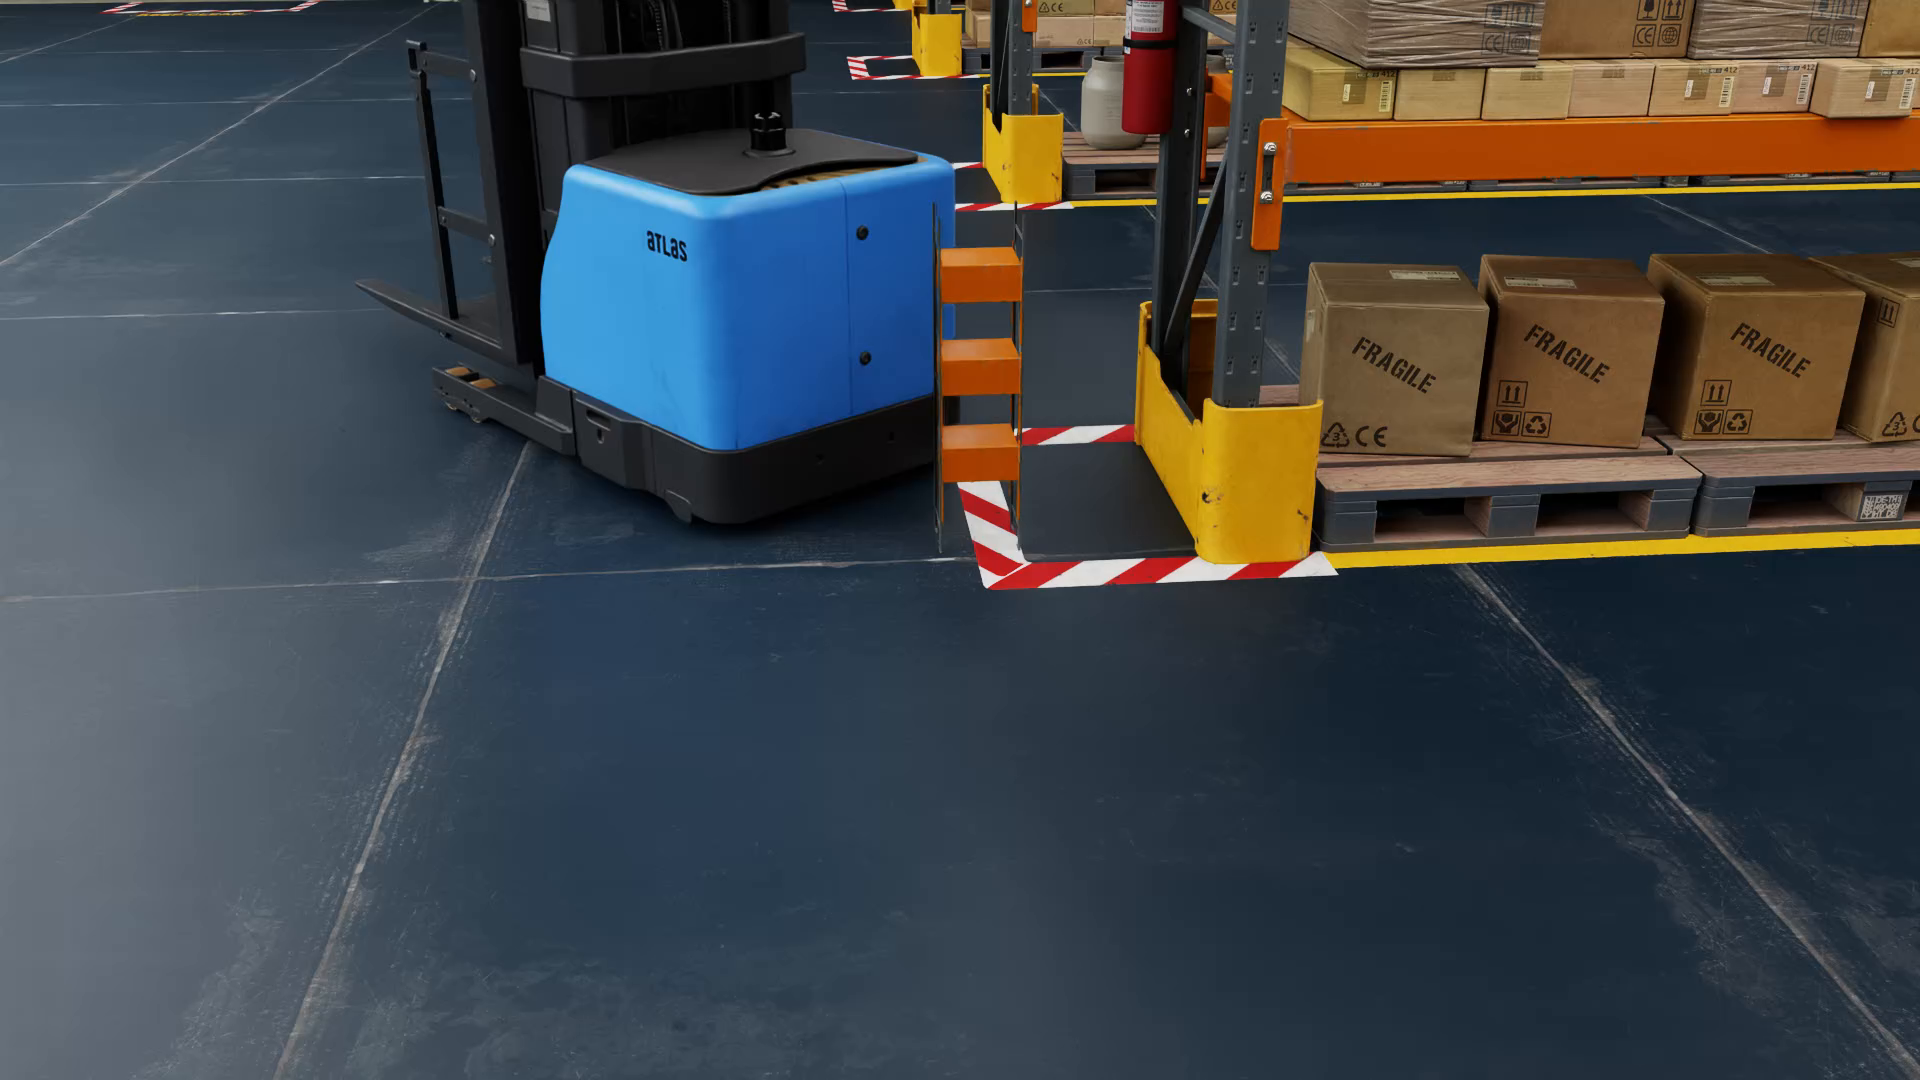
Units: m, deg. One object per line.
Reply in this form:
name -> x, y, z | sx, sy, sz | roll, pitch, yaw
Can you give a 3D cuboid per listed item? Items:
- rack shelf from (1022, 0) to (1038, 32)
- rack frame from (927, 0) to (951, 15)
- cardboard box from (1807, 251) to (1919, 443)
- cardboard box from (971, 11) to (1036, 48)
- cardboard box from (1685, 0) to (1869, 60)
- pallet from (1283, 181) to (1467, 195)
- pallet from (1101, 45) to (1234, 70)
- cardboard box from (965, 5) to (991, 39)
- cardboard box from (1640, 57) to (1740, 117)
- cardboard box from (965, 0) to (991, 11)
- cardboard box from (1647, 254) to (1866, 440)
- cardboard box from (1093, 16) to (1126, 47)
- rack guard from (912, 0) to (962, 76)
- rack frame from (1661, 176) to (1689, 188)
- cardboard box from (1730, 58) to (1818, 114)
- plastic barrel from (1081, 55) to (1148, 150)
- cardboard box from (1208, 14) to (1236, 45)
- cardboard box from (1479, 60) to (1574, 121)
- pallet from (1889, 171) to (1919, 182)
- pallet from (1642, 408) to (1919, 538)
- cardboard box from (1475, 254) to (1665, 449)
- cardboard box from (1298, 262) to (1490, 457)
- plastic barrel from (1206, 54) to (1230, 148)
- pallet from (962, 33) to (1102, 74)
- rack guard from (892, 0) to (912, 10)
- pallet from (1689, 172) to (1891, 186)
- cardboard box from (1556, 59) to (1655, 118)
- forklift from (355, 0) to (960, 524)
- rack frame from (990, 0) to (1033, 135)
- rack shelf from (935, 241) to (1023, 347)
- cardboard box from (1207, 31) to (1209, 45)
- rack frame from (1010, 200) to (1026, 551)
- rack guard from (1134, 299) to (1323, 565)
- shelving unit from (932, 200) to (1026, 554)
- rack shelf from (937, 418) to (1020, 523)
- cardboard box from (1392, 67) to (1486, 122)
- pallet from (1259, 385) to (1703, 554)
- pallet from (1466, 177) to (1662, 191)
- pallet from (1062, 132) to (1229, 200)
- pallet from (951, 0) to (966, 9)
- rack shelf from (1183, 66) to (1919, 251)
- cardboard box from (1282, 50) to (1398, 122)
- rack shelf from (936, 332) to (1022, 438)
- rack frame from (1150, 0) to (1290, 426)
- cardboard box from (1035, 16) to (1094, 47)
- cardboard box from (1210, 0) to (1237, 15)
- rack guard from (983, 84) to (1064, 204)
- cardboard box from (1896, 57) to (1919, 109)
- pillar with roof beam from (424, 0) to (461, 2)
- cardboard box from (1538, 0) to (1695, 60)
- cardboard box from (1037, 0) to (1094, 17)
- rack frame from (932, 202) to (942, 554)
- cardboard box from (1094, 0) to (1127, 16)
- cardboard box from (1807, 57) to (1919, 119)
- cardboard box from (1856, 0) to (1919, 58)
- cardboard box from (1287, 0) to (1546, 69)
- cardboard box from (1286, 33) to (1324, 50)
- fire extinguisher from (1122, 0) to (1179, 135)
rack shelf -> 2.288, -3.286, 9.836 | 4.000, 0.370, 1.077 | -2, 24, -5
rack frame -> -0.185, -5.537, 14.015 | 0.127, 3.000, 1.000 | -2, 24, -5
cardboard box -> 3.184, -0.660, 5.603 | 0.500, 0.500, 0.500 | -4, 24, -10
cardboard box -> 0.370, -4.404, 14.334 | 0.500, 0.250, 0.500 | -2, 24, -5
cardboard box -> 2.322, -1.797, 5.110 | 0.500, 0.500, 0.875 | -2, 24, -5
pallet -> 2.389, -2.361, 10.301 | 1.213, 0.211, 1.003 | -2, 24, -5
pallet -> 1.783, -4.358, 14.795 | 1.213, 0.211, 1.003 | -2, 24, -5
cardboard box -> 0.319, -4.614, 14.805 | 0.500, 0.250, 0.500 | -2, 24, -5
cardboard box -> 2.089, -1.365, 4.937 | 0.250, 0.149, 0.380 | -2, 24, -5
cardboard box -> 0.319, -4.957, 14.655 | 0.500, 0.500, 0.500 | -2, 24, -5
cardboard box -> 2.624, -0.656, 5.593 | 0.500, 0.500, 0.500 | 0, 24, 0
cardboard box -> 1.365, -4.446, 14.427 | 0.500, 0.250, 0.500 | -2, 24, -5
rack guard -> -0.209, -4.394, 14.521 | 0.348, 0.500, 1.175 | -2, 24, -5
rack frame -> 4.278, -3.695, 9.870 | 0.127, 3.000, 1.000 | -2, 24, -5
cardboard box -> 2.335, -1.386, 4.984 | 0.250, 0.149, 0.380 | -2, 24, -5
plastic barrel -> 0.945, -2.647, 10.059 | 0.421, 0.512, 0.421 | 0, 24, 0
cardboard box -> 2.360, -4.484, 14.513 | 0.500, 0.250, 0.500 | -2, 24, -5
cardboard box -> 1.592, -1.340, 4.880 | 0.250, 0.149, 0.380 | -2, 24, -5
pallet -> 6.273, -2.518, 10.654 | 1.213, 0.211, 1.003 | -2, 24, -5
pallet -> 2.883, -0.327, 5.727 | 1.213, 0.211, 1.003 | -2, 24, -5
cardboard box -> 1.999, -0.639, 5.554 | 0.500, 0.500, 0.500 | 4, 24, 9
cardboard box -> 1.408, -0.601, 5.469 | 0.500, 0.500, 0.500 | 2, 24, 5
plastic barrel -> 1.444, -2.667, 10.104 | 0.421, 0.512, 0.421 | 0, 24, 0
pallet -> 0.571, -4.311, 14.688 | 1.213, 0.211, 1.003 | -2, 24, -5
rack guard -> -0.600, -6.400, 19.034 | 0.348, 0.500, 1.175 | -2, 24, -5
pallet -> 5.056, -2.468, 10.542 | 1.213, 0.211, 1.003 | -2, 24, -5
cardboard box -> 1.839, -1.358, 4.921 | 0.250, 0.149, 0.380 | -2, 24, -5
forklift -> -1.366, -1.901, 5.918 | 1.130, 2.935, 3.031 | -20, 31, -38
rack frame -> 0.298, -3.535, 9.510 | 0.127, 3.000, 1.000 | -2, 24, -5
rack shelf -> 0.053, -0.732, 4.931 | 0.240, 0.259, 0.215 | -2, 24, -5
cardboard box -> 1.863, -4.464, 14.467 | 0.500, 0.250, 0.500 | -2, 24, -5
rack frame -> 0.174, -0.487, 5.052 | 0.008, 1.050, 0.200 | -2, 24, -5
rack guard -> 0.860, -0.394, 5.521 | 0.348, 0.500, 1.175 | -2, 24, -5
shelving unit -> 0.053, -0.482, 5.042 | 0.252, 1.050, 0.215 | -2, 24, -5
rack shelf -> 0.053, -0.218, 5.159 | 0.240, 0.259, 0.215 | -2, 24, -5
cardboard box -> 1.342, -1.336, 4.871 | 0.250, 0.149, 0.380 | -2, 24, -5
pallet -> 1.672, -0.280, 5.620 | 1.213, 0.211, 1.003 | -2, 24, -5
pallet -> 3.606, -2.411, 10.414 | 1.213, 0.211, 1.003 | -2, 24, -5
pallet -> 1.178, -2.313, 10.194 | 1.213, 0.211, 1.003 | -2, 24, -5
pallet -> 0.212, -6.286, 19.134 | 1.213, 0.211, 1.003 | -2, 24, -5
rack shelf -> 2.775, -1.284, 5.332 | 4.000, 0.370, 1.077 | -2, 24, -5
cardboard box -> 1.092, -1.333, 4.866 | 0.250, 0.149, 0.380 | -2, 24, -5
rack shelf -> 0.053, -0.472, 5.046 | 0.240, 0.259, 0.215 | -2, 24, -5
rack frame -> 0.784, -1.533, 5.006 | 0.127, 3.000, 1.000 | -2, 24, -5
cardboard box -> 0.867, -4.426, 14.382 | 0.500, 0.250, 0.500 | -2, 24, -5
cardboard box -> 2.359, -4.832, 14.372 | 0.500, 0.500, 0.500 | -2, 24, -5
rack guard -> 0.369, -2.415, 10.068 | 0.348, 0.500, 1.175 | -2, 24, -5
cardboard box -> 2.830, -1.418, 5.056 | 0.250, 0.149, 0.380 | -2, 24, -5
pillar with roof beam -> -5.612, -8.679, 13.697 | 0.400, 9.000, 9.100 | -2, 24, -5
cardboard box -> 1.820, -1.794, 5.104 | 0.500, 0.500, 0.875 | -2, 24, -5
cardboard box -> 0.867, -4.768, 14.228 | 0.500, 0.500, 0.500 | -2, 24, -5
rack frame -> -0.068, -0.477, 5.031 | 0.008, 1.050, 0.200 | -2, 24, -5
cardboard box -> 1.364, -4.793, 14.285 | 0.500, 0.500, 0.500 | -2, 24, -5
cardboard box -> 2.594, -1.354, 4.913 | 0.250, 0.149, 0.380 | -2, 24, -5
cardboard box -> 2.821, -1.812, 5.144 | 0.500, 0.500, 0.875 | -2, 24, -5
cardboard box -> 1.335, -1.726, 4.950 | 0.500, 0.500, 0.875 | -2, 24, -5
cardboard box -> 1.048, -1.513, 5.271 | 0.250, 0.149, 0.380 | -2, 24, -5
fire extinguisher -> 0.625, -1.679, 5.431 | 0.183, 0.674, 0.296 | -2, 24, -5
